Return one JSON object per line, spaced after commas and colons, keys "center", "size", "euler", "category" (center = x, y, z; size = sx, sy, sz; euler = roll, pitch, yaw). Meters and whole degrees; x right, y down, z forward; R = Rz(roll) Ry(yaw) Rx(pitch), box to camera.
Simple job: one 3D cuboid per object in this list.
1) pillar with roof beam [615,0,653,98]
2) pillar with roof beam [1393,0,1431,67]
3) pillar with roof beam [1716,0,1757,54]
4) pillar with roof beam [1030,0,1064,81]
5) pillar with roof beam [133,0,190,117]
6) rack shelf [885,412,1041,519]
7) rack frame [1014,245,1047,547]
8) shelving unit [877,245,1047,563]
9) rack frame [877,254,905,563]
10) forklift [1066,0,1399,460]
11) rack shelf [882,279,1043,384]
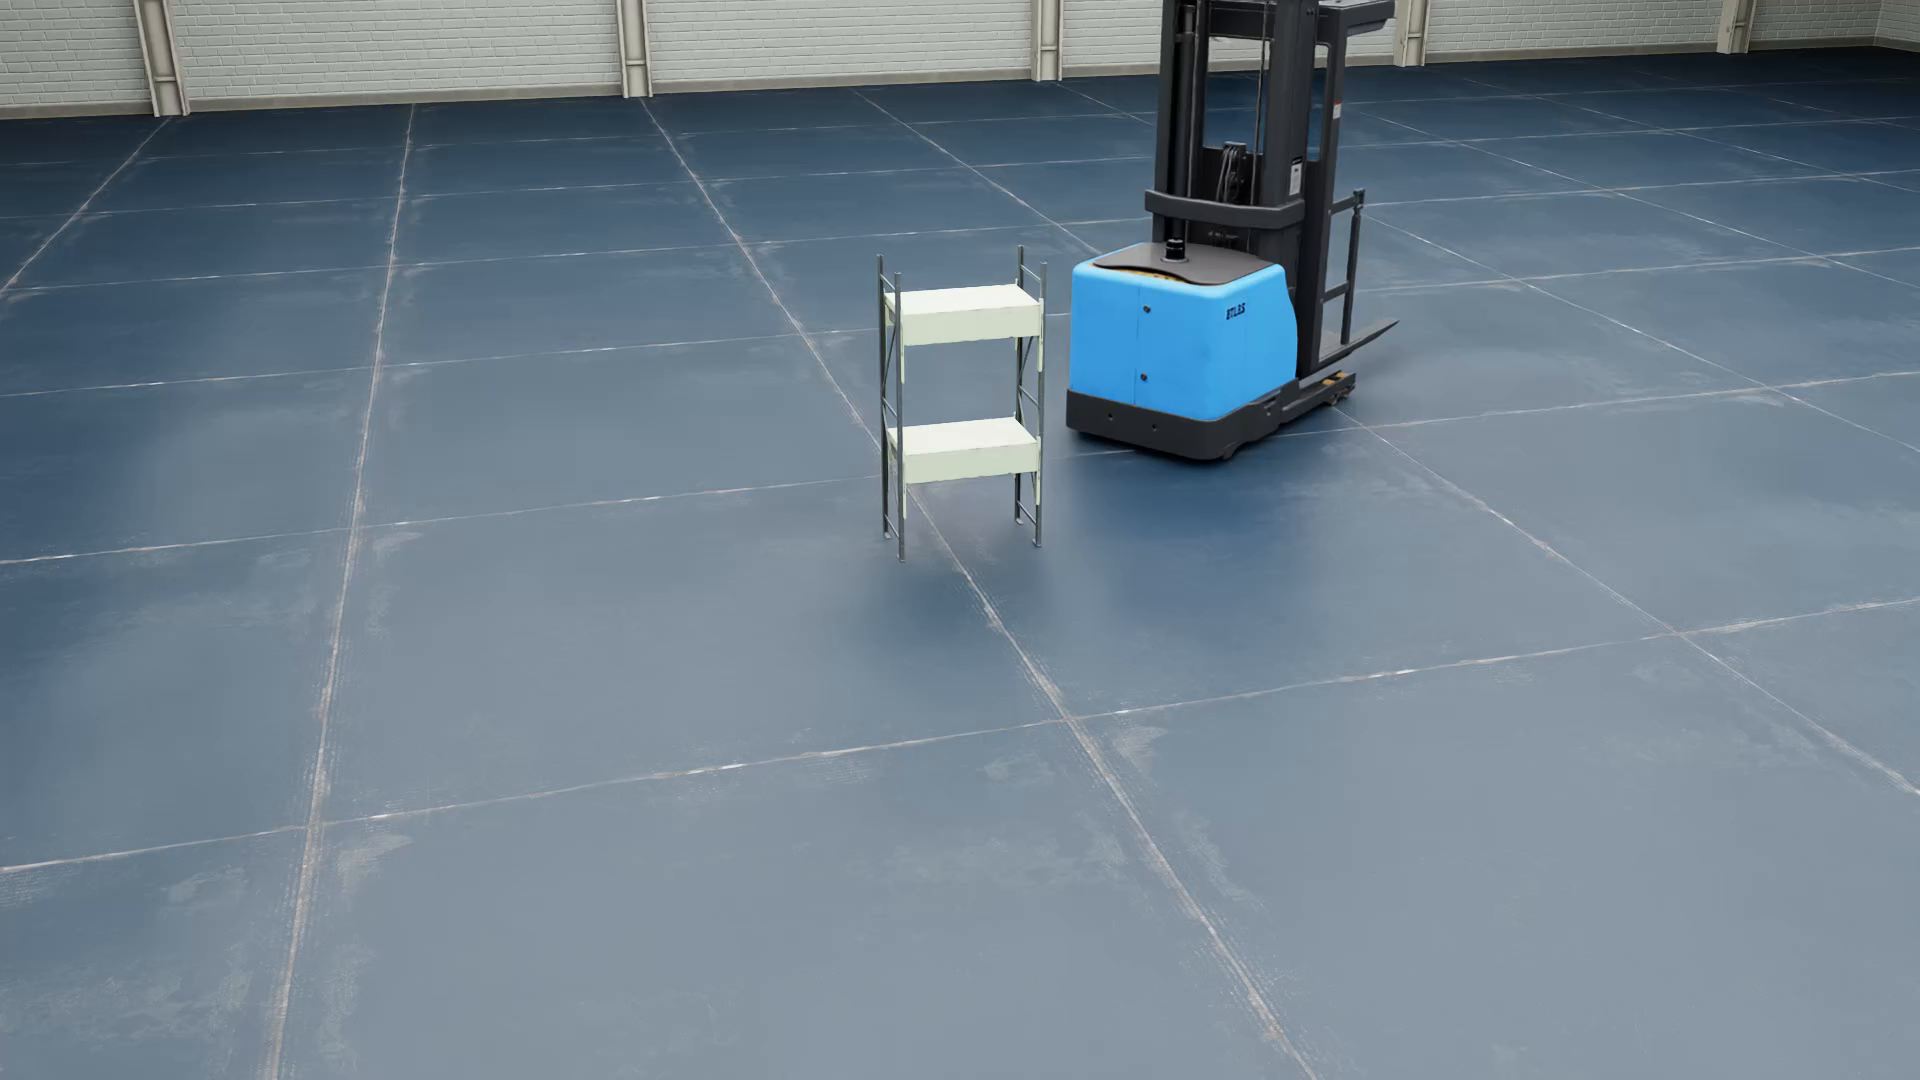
{"center": [-3.336, -8.699, 17.612], "size": [0.400, 9.000, 9.100], "euler": [-6, 24, -14], "category": "pillar with roof beam"}
{"center": [8.218, -9.978, 20.591], "size": [0.400, 9.000, 9.100], "euler": [-6, 24, -14], "category": "pillar with roof beam"}
{"center": [13.995, -10.617, 22.080], "size": [0.400, 9.000, 9.100], "euler": [-6, 24, -14], "category": "pillar with roof beam"}
{"center": [2.441, -9.338, 19.102], "size": [0.400, 9.000, 9.100], "euler": [-6, 24, -14], "category": "pillar with roof beam"}
{"center": [-9.113, -8.060, 16.123], "size": [0.400, 9.000, 9.100], "euler": [-6, 24, -14], "category": "pillar with roof beam"}
{"center": [0.006, -0.390, 8.584], "size": [0.720, 0.370, 0.431], "euler": [-6, 24, -14], "category": "rack shelf"}
{"center": [0.359, -0.729, 8.547], "size": [0.023, 1.500, 0.400], "euler": [-6, 24, -14], "category": "rack frame"}
{"center": [0.006, -0.690, 8.456], "size": [0.755, 1.500, 0.431], "euler": [-6, 24, -14], "category": "shelving unit"}
{"center": [-0.346, -0.651, 8.365], "size": [0.023, 1.500, 0.400], "euler": [-6, 24, -14], "category": "rack frame"}
{"center": [1.947, -2.326, 10.454], "size": [1.130, 2.935, 3.031], "euler": [17, 28, 34], "category": "forklift"}
{"center": [0.006, -1.049, 8.302], "size": [0.720, 0.370, 0.431], "euler": [-6, 24, -14], "category": "rack shelf"}
